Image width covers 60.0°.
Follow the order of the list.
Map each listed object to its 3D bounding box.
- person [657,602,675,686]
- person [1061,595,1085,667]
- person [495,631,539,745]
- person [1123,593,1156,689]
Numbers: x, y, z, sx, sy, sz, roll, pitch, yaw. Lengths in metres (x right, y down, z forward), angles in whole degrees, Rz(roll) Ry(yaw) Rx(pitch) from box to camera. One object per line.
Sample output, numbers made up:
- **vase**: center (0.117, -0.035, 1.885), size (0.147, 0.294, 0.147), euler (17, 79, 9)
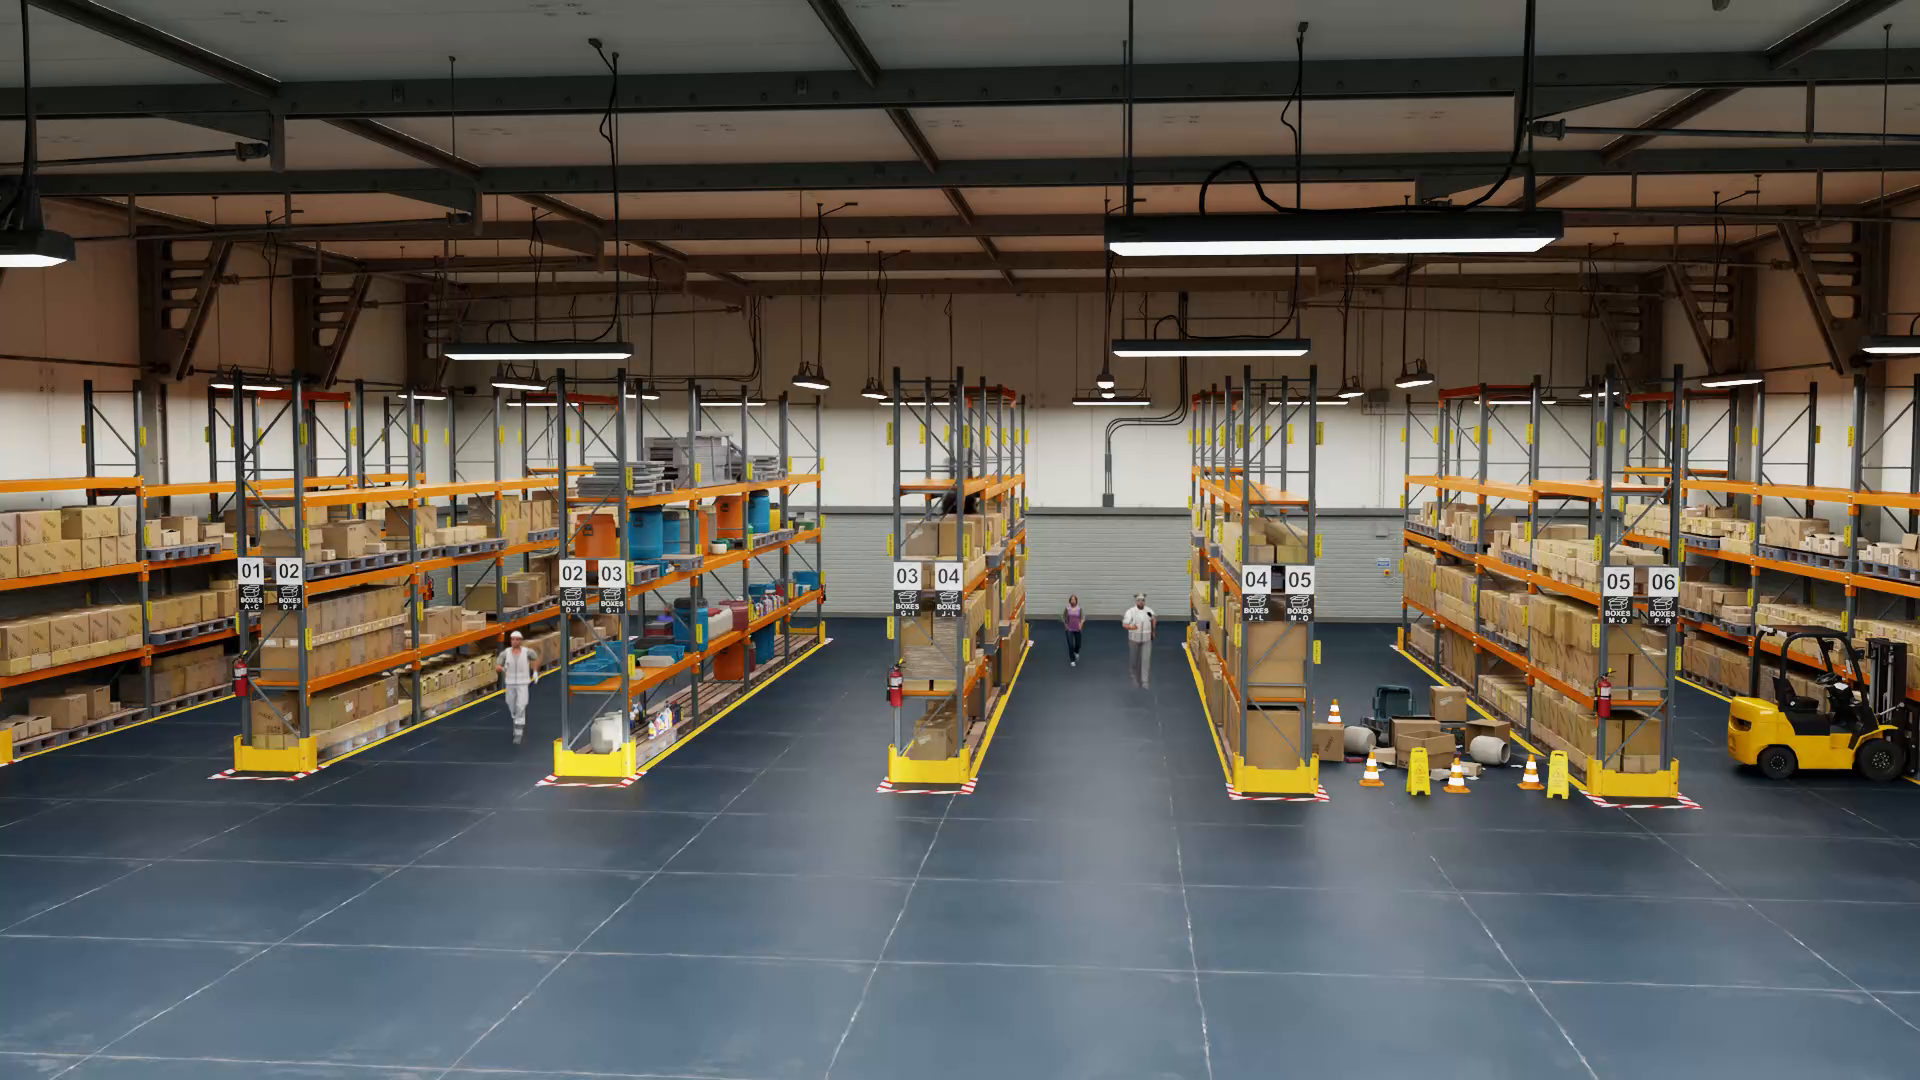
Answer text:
- **person**: center (-5.898, 2.105, 33.622), size (0.523, 1.682, 0.765), euler (0, 4, 6)
- **person**: center (2.464, 1.974, 36.260), size (0.533, 1.549, 0.563), euler (0, 4, 2)
- **person**: center (-7.269, 2.383, 27.275), size (0.669, 1.798, 0.943), euler (0, 4, -5)
- **person**: center (3.372, 1.899, 31.047), size (0.665, 1.836, 0.934), euler (0, 4, -3)
